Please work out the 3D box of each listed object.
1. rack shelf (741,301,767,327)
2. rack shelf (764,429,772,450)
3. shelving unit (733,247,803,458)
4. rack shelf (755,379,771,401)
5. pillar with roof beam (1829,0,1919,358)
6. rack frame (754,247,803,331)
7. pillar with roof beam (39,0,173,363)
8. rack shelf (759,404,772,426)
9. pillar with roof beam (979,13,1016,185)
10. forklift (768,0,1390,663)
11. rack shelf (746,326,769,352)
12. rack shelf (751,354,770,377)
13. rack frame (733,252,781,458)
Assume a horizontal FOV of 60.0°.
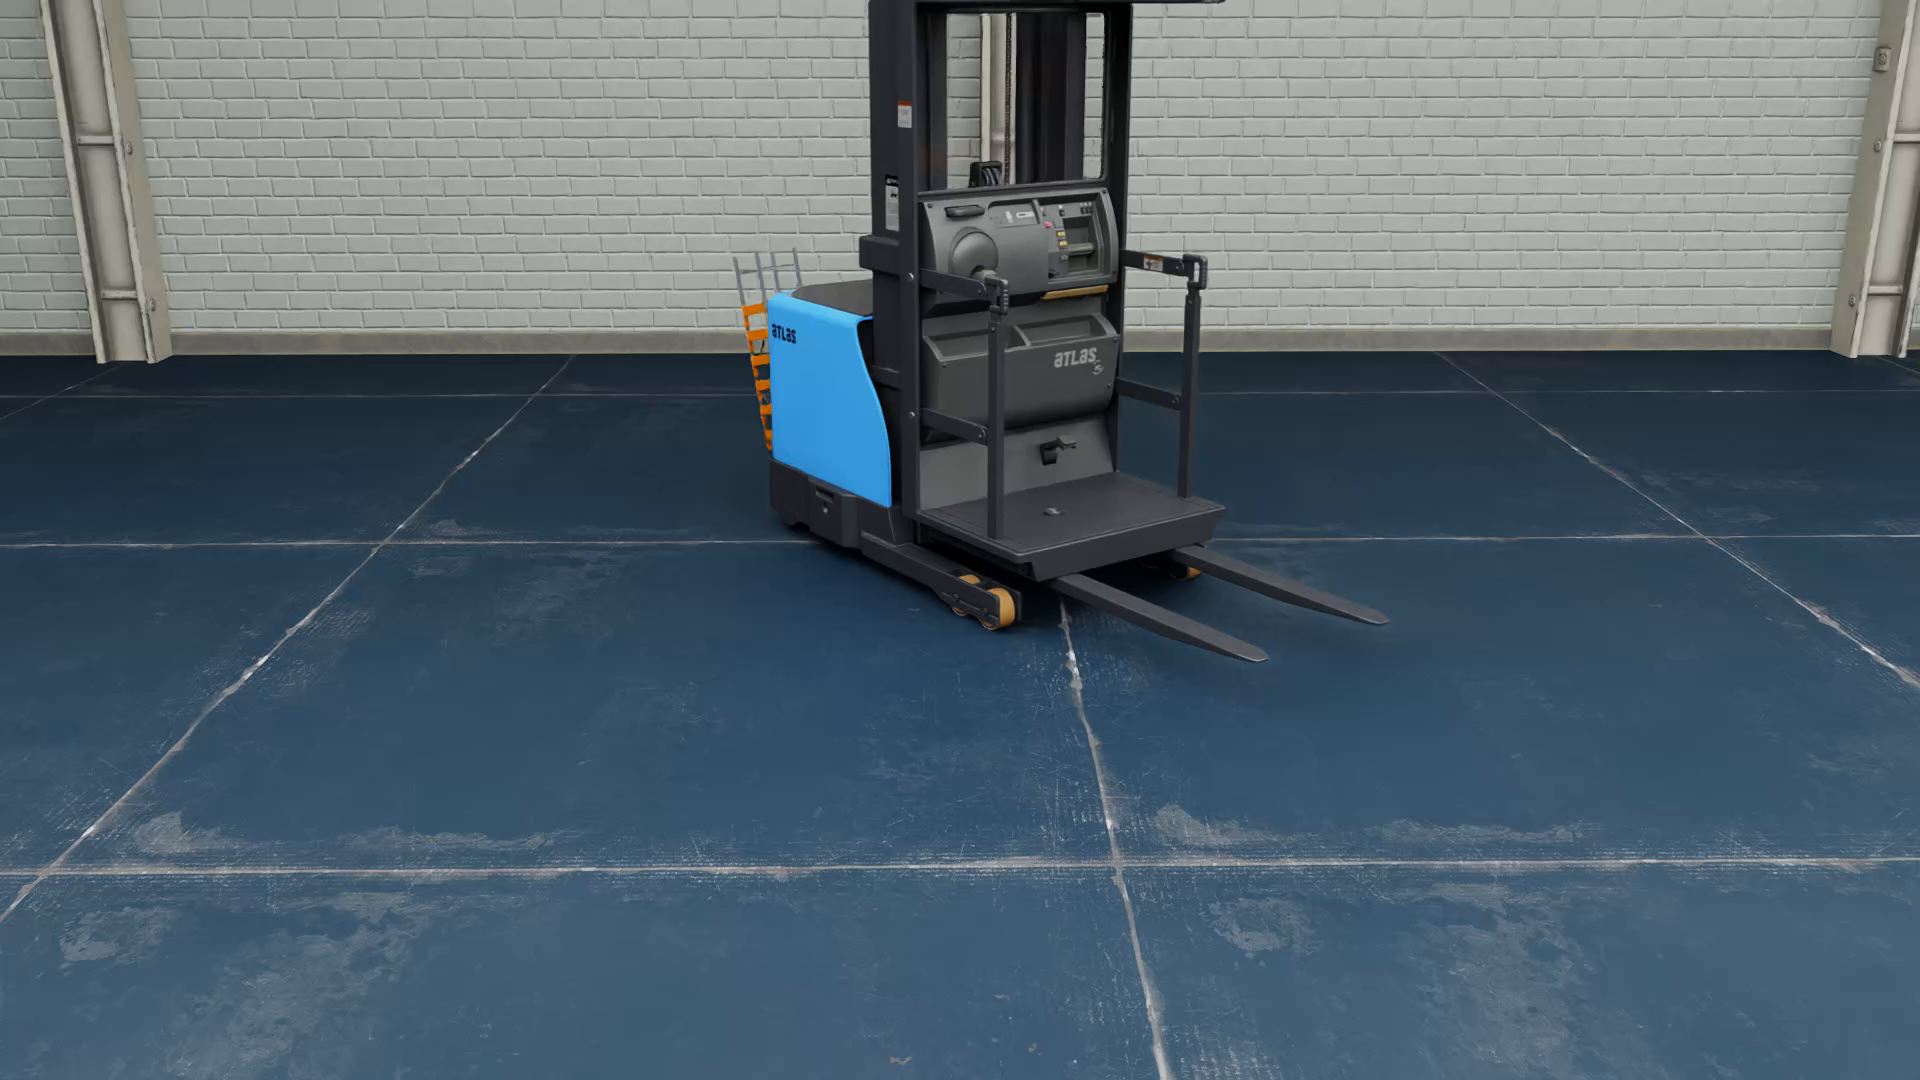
[{"bbox_3d":[-0.889,-1.099,7.991,0.258,0.103,0.180,-16,9,-40],"label":"rack shelf"},{"bbox_3d":[-0.790,-0.512,8.065,0.258,0.103,0.180,-16,9,-40],"label":"rack shelf"},{"bbox_3d":[-0.837,-0.791,8.030,0.258,1.200,0.189,-16,9,-40],"label":"shelving unit"},{"bbox_3d":[-0.830,-0.747,8.035,0.258,0.103,0.180,-16,9,-40],"label":"rack shelf"},{"bbox_3d":[6.399,-4.276,6.146,0.400,9.000,9.100,0,18,-1],"label":"pillar with roof beam"},{"bbox_3d":[-0.778,-0.792,7.961,0.240,1.200,0.006,-16,9,-40],"label":"rack frame"},{"bbox_3d":[-5.599,-4.218,5.966,0.400,9.000,9.100,0,18,-1],"label":"pillar with roof beam"},{"bbox_3d":[-0.810,-0.630,8.050,0.258,0.103,0.180,-16,9,-40],"label":"rack shelf"},{"bbox_3d":[0.400,-4.247,6.056,0.400,9.000,9.100,0,18,-1],"label":"pillar with roof beam"},{"bbox_3d":[0.381,-1.212,6.527,1.130,2.935,3.031,-12,22,-34],"label":"forklift"},{"bbox_3d":[-0.870,-0.982,8.006,0.258,0.103,0.180,-16,9,-40],"label":"rack shelf"},{"bbox_3d":[-0.850,-0.864,8.021,0.258,0.103,0.180,-16,9,-40],"label":"rack shelf"},{"bbox_3d":[-0.897,-0.789,8.099,0.240,1.200,0.006,-16,9,-40],"label":"rack frame"}]
